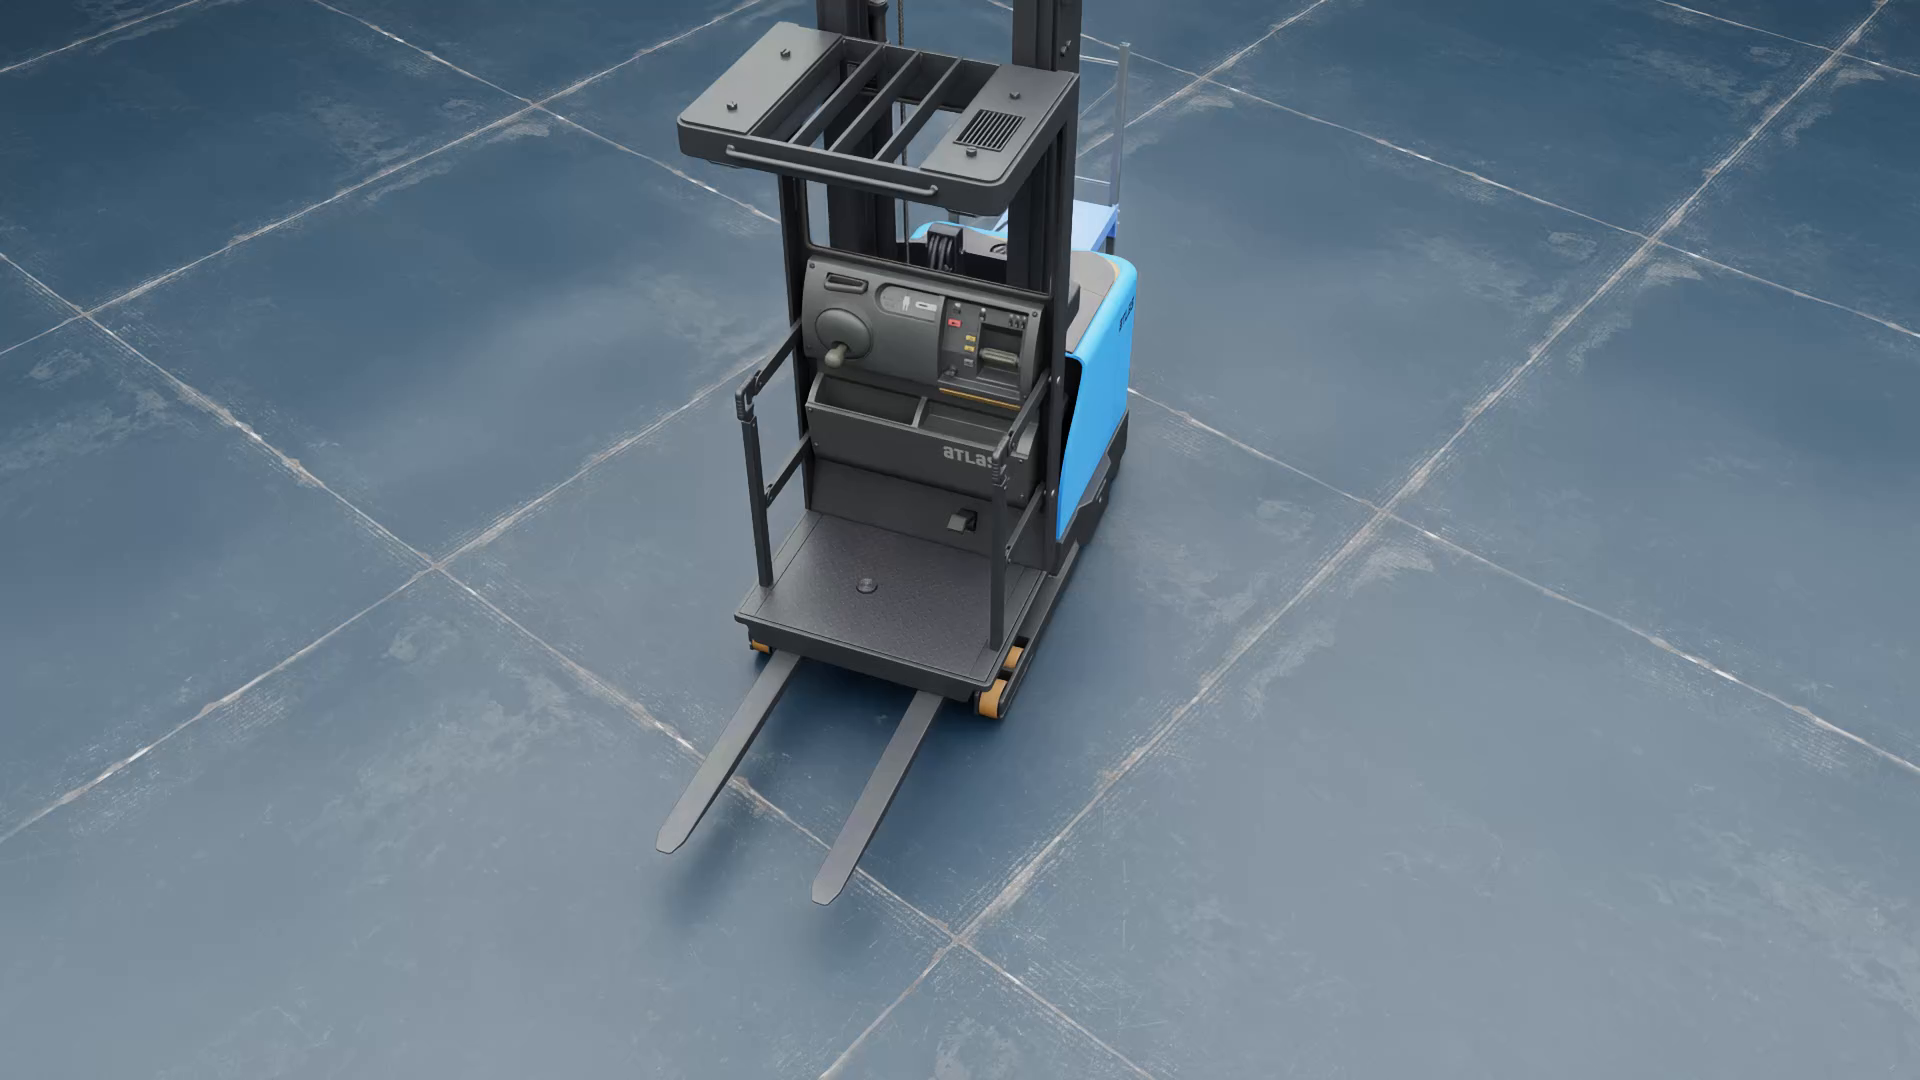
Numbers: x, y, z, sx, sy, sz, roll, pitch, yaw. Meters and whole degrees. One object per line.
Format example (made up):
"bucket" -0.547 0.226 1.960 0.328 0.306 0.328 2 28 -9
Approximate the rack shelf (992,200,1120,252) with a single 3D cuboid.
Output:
"rack shelf" 0.371 -1.357 8.078 0.538 0.185 1.000 15 44 16

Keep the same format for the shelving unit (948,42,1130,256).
"shelving unit" 0.371 -1.490 7.957 0.538 1.500 1.048 15 44 16

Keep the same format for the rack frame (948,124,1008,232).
"rack frame" 0.187 -1.172 7.606 0.500 1.500 0.032 15 44 16

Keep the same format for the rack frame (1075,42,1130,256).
"rack frame" 0.555 -1.809 8.307 0.500 1.500 0.032 15 44 16

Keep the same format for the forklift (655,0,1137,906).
"forklift" -0.225 -0.693 6.016 1.130 2.935 3.031 15 44 15
